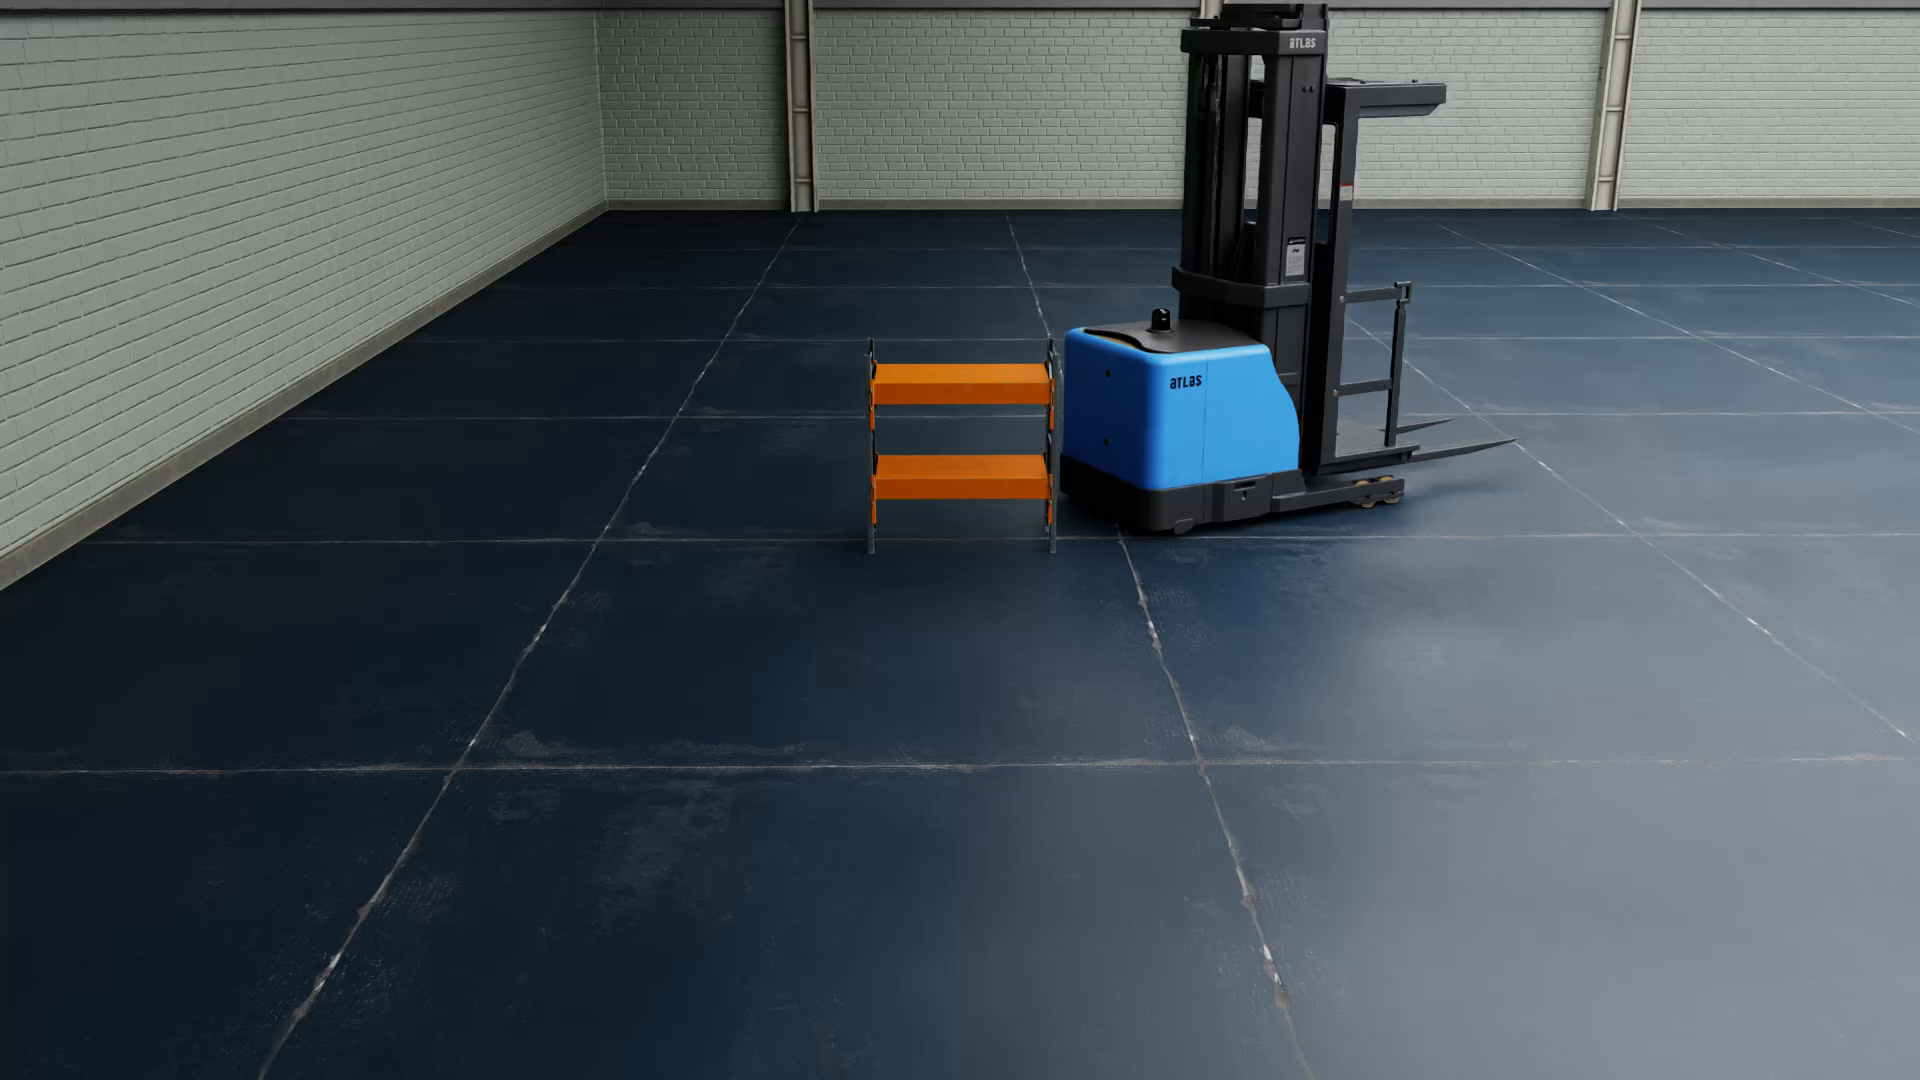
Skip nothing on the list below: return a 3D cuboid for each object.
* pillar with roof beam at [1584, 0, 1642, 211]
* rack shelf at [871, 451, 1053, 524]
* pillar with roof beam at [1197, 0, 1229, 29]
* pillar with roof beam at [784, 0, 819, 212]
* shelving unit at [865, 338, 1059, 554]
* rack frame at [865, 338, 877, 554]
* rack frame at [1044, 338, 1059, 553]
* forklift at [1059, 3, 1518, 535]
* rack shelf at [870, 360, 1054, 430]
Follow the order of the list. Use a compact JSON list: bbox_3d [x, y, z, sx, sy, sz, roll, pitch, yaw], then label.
[{"bbox_3d":[9.739,-7.968,19.654,0.400,9.000,9.100,0,18,-1],"label":"pillar with roof beam"},{"bbox_3d":[0.007,-0.303,9.451,1.000,0.278,0.538,0,18,-1],"label":"rack shelf"},{"bbox_3d":[3.740,-7.939,19.563,0.400,9.000,9.100,0,18,-1],"label":"pillar with roof beam"},{"bbox_3d":[-2.259,-7.910,19.473,0.400,9.000,9.100,0,18,-1],"label":"pillar with roof beam"},{"bbox_3d":[0.007,-0.536,9.376,1.048,1.125,0.538,0,18,-1],"label":"shelving unit"},{"bbox_3d":[-0.502,-0.533,9.368,0.032,1.125,0.500,0,18,-1],"label":"rack frame"},{"bbox_3d":[0.515,-0.538,9.384,0.032,1.125,0.500,0,18,-1],"label":"rack frame"},{"bbox_3d":[2.162,-1.724,10.122,3.031,2.935,1.130,-9,20,-26],"label":"forklift"},{"bbox_3d":[0.007,-0.814,9.286,1.000,0.278,0.538,0,18,-1],"label":"rack shelf"}]
